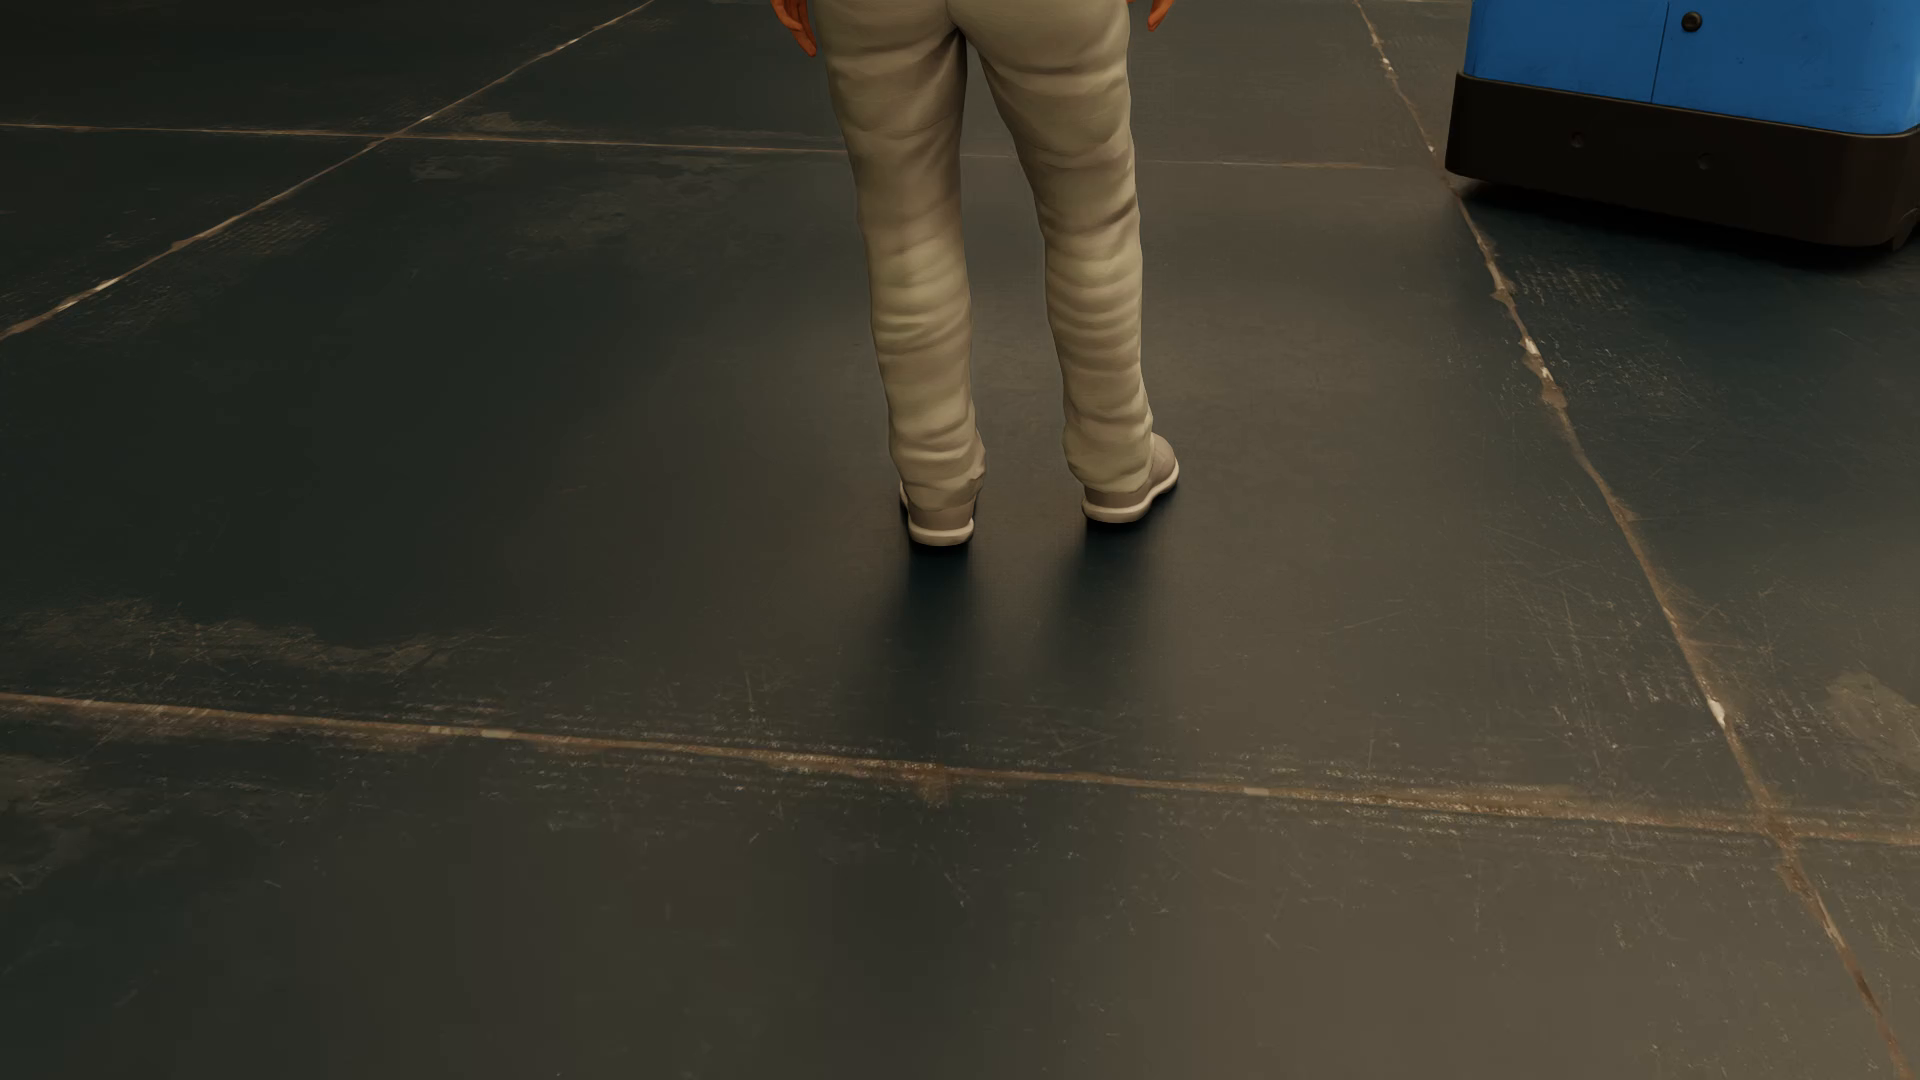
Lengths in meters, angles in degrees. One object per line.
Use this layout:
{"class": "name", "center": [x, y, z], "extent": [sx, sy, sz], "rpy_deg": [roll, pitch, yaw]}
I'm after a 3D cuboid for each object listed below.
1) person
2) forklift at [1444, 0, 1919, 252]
{"class": "person", "center": [0.033, -0.784, 2.190], "extent": [0.598, 1.670, 0.529], "rpy_deg": [3, 27, 7]}
{"class": "forklift", "center": [2.615, -2.514, 4.256], "extent": [1.130, 2.935, 3.031], "rpy_deg": [23, 35, 38]}
